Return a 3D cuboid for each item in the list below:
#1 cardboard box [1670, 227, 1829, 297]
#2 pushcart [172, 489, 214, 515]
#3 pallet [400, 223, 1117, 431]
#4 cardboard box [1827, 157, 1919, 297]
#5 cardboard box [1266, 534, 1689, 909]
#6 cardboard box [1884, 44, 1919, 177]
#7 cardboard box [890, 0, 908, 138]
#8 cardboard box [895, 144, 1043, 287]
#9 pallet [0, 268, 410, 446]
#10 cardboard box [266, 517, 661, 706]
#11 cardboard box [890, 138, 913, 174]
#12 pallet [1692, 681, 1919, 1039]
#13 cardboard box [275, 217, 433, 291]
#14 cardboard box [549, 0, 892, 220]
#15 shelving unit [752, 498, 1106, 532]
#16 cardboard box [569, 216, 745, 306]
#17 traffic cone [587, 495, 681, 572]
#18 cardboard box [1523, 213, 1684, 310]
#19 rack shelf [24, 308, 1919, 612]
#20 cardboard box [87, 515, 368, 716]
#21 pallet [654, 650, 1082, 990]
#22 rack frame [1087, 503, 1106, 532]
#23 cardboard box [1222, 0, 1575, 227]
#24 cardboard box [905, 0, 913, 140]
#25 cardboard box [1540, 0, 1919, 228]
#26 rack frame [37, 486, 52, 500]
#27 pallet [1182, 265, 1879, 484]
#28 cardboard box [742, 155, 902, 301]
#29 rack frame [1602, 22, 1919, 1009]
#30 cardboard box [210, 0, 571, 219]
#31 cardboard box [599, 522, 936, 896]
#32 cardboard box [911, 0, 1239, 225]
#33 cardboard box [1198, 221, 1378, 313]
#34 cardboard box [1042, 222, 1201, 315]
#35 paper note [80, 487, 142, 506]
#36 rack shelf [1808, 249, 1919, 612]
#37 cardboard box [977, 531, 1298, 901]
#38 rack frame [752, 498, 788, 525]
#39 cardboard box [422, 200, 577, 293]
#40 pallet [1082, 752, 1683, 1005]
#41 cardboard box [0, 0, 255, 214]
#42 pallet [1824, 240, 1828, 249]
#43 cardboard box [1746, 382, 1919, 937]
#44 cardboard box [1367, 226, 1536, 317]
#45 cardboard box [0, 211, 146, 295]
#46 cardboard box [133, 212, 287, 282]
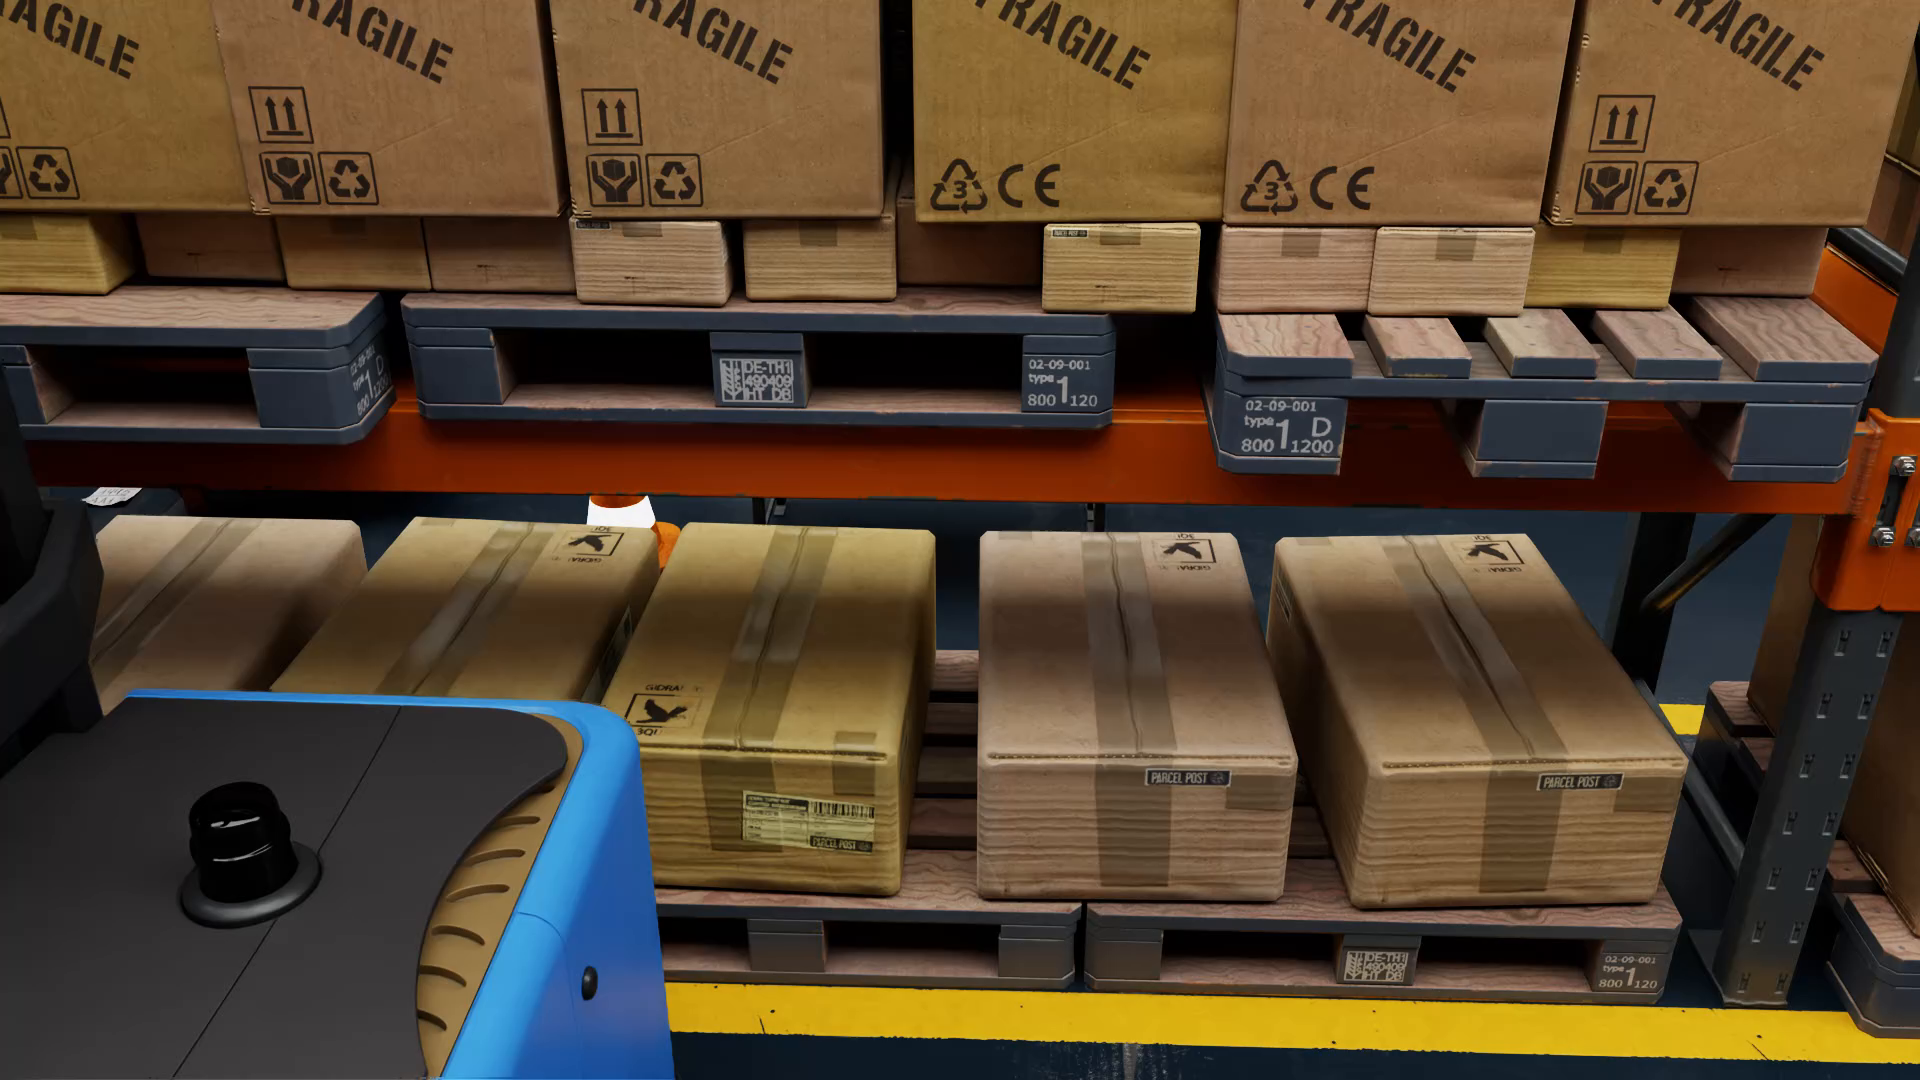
[{"bbox_3d":[1.320,-0.563,2.930,0.250,0.149,0.380,2,28,4],"label":"cardboard box"},{"bbox_3d":[-2.311,-0.569,5.921,0.936,0.377,1.648,-9,29,-16],"label":"pushcart"},{"bbox_3d":[-0.324,-0.522,3.238,1.213,0.211,1.003,1,28,2],"label":"pallet"},{"bbox_3d":[2.171,-0.640,3.416,0.500,0.250,0.500,0,28,0],"label":"cardboard box"},{"bbox_3d":[1.092,0.368,3.711,0.625,0.372,0.950,-1,28,-2],"label":"cardboard box"},{"bbox_3d":[2.149,-0.859,3.294,0.500,0.250,0.500,1,28,2],"label":"cardboard box"},{"bbox_3d":[-0.337,-1.093,3.237,0.500,0.500,0.500,0,28,0],"label":"cardboard box"},{"bbox_3d":[0.023,-0.586,2.973,0.250,0.149,0.380,1,28,2],"label":"cardboard box"},{"bbox_3d":[-1.583,-0.494,3.184,1.213,0.211,1.003,1,28,2],"label":"pallet"},{"bbox_3d":[-1.099,0.334,3.775,0.625,0.372,0.950,3,28,5],"label":"cardboard box"},{"bbox_3d":[-0.017,-0.775,3.329,0.250,0.149,0.380,2,28,4],"label":"cardboard box"},{"bbox_3d":[2.441,0.687,3.729,1.213,0.211,1.003,1,28,2],"label":"pallet"},{"bbox_3d":[-1.010,-0.576,2.954,0.250,0.149,0.380,1,28,3],"label":"cardboard box"},{"bbox_3d":[-0.375,-0.853,2.783,0.500,0.500,0.500,0,28,0],"label":"cardboard box"},{"bbox_3d":[-0.085,-0.664,4.901,1.048,1.500,0.538,1,28,2],"label":"shelving unit"},{"bbox_3d":[-0.499,-0.543,2.891,0.250,0.149,0.380,2,28,4],"label":"cardboard box"},{"bbox_3d":[-1.053,-0.174,5.083,0.334,0.463,0.336,1,28,2],"label":"traffic cone"},{"bbox_3d":[1.050,-0.534,2.875,0.250,0.149,0.380,1,28,3],"label":"cardboard box"},{"bbox_3d":[-0.343,-0.309,3.398,4.000,0.370,1.077,1,28,2],"label":"rack shelf"},{"bbox_3d":[-1.817,0.323,3.795,0.625,0.372,0.950,1,28,2],"label":"cardboard box"},{"bbox_3d":[-0.341,0.603,3.886,1.213,0.211,1.003,1,28,2],"label":"pallet"},{"bbox_3d":[0.423,-0.656,4.886,0.032,1.500,0.500,1,28,2],"label":"rack frame"},{"bbox_3d":[0.675,-0.836,2.751,0.500,0.500,0.500,1,28,1],"label":"cardboard box"},{"bbox_3d":[0.162,-1.081,3.215,0.500,0.500,0.500,1,28,3],"label":"cardboard box"},{"bbox_3d":[1.192,-0.832,2.744,0.500,0.500,0.500,0,28,0],"label":"cardboard box"},{"bbox_3d":[-2.342,-0.660,3.292,0.127,3.000,1.000,1,28,2],"label":"rack frame"},{"bbox_3d":[0.940,-0.471,3.140,1.003,0.211,1.213,1,28,2],"label":"pallet"},{"bbox_3d":[-0.231,-0.552,2.908,0.250,0.149,0.380,0,28,0],"label":"cardboard box"},{"bbox_3d":[1.656,-0.594,3.167,0.127,3.000,1.000,1,28,2],"label":"rack frame"},{"bbox_3d":[-0.889,-0.856,2.790,0.500,0.500,0.500,1,28,1],"label":"cardboard box"},{"bbox_3d":[-0.404,0.344,3.755,0.625,0.372,0.950,2,28,3],"label":"cardboard box"},{"bbox_3d":[0.170,-0.843,2.765,0.500,0.500,0.500,-1,28,-2],"label":"cardboard box"},{"bbox_3d":[0.545,-0.525,2.858,0.250,0.149,0.380,0,28,-1],"label":"cardboard box"},{"bbox_3d":[0.269,-0.523,2.854,0.250,0.149,0.380,1,28,3],"label":"cardboard box"},{"bbox_3d":[-2.811,-0.155,5.510,0.142,0.019,0.148,1,28,2],"label":"paper note"},{"bbox_3d":[3.655,-0.243,3.273,4.000,0.370,1.077,1,28,2],"label":"rack shelf"},{"bbox_3d":[0.354,0.359,3.727,0.625,0.372,0.950,0,28,1],"label":"cardboard box"},{"bbox_3d":[-0.593,-0.672,4.917,0.032,1.500,0.500,1,28,2],"label":"rack frame"},{"bbox_3d":[-0.763,-0.571,2.945,0.250,0.149,0.380,1,28,2],"label":"cardboard box"},{"bbox_3d":[0.875,0.625,3.846,1.213,0.211,1.003,1,28,2],"label":"pallet"},{"bbox_3d":[-1.382,-0.871,2.817,0.500,0.500,0.500,1,28,2],"label":"cardboard box"},{"bbox_3d":[3.727,-1.645,8.128,1.213,0.211,1.003,1,28,2],"label":"pallet"},{"bbox_3d":[2.343,0.210,3.471,0.875,0.875,0.875,1,28,1],"label":"cardboard box"},{"bbox_3d":[0.796,-0.517,2.843,0.250,0.149,0.380,1,28,1],"label":"cardboard box"},{"bbox_3d":[-1.551,-0.569,2.940,0.250,0.149,0.380,2,28,3],"label":"cardboard box"},{"bbox_3d":[-1.265,-0.600,2.999,0.250,0.149,0.380,3,28,5],"label":"cardboard box"}]
